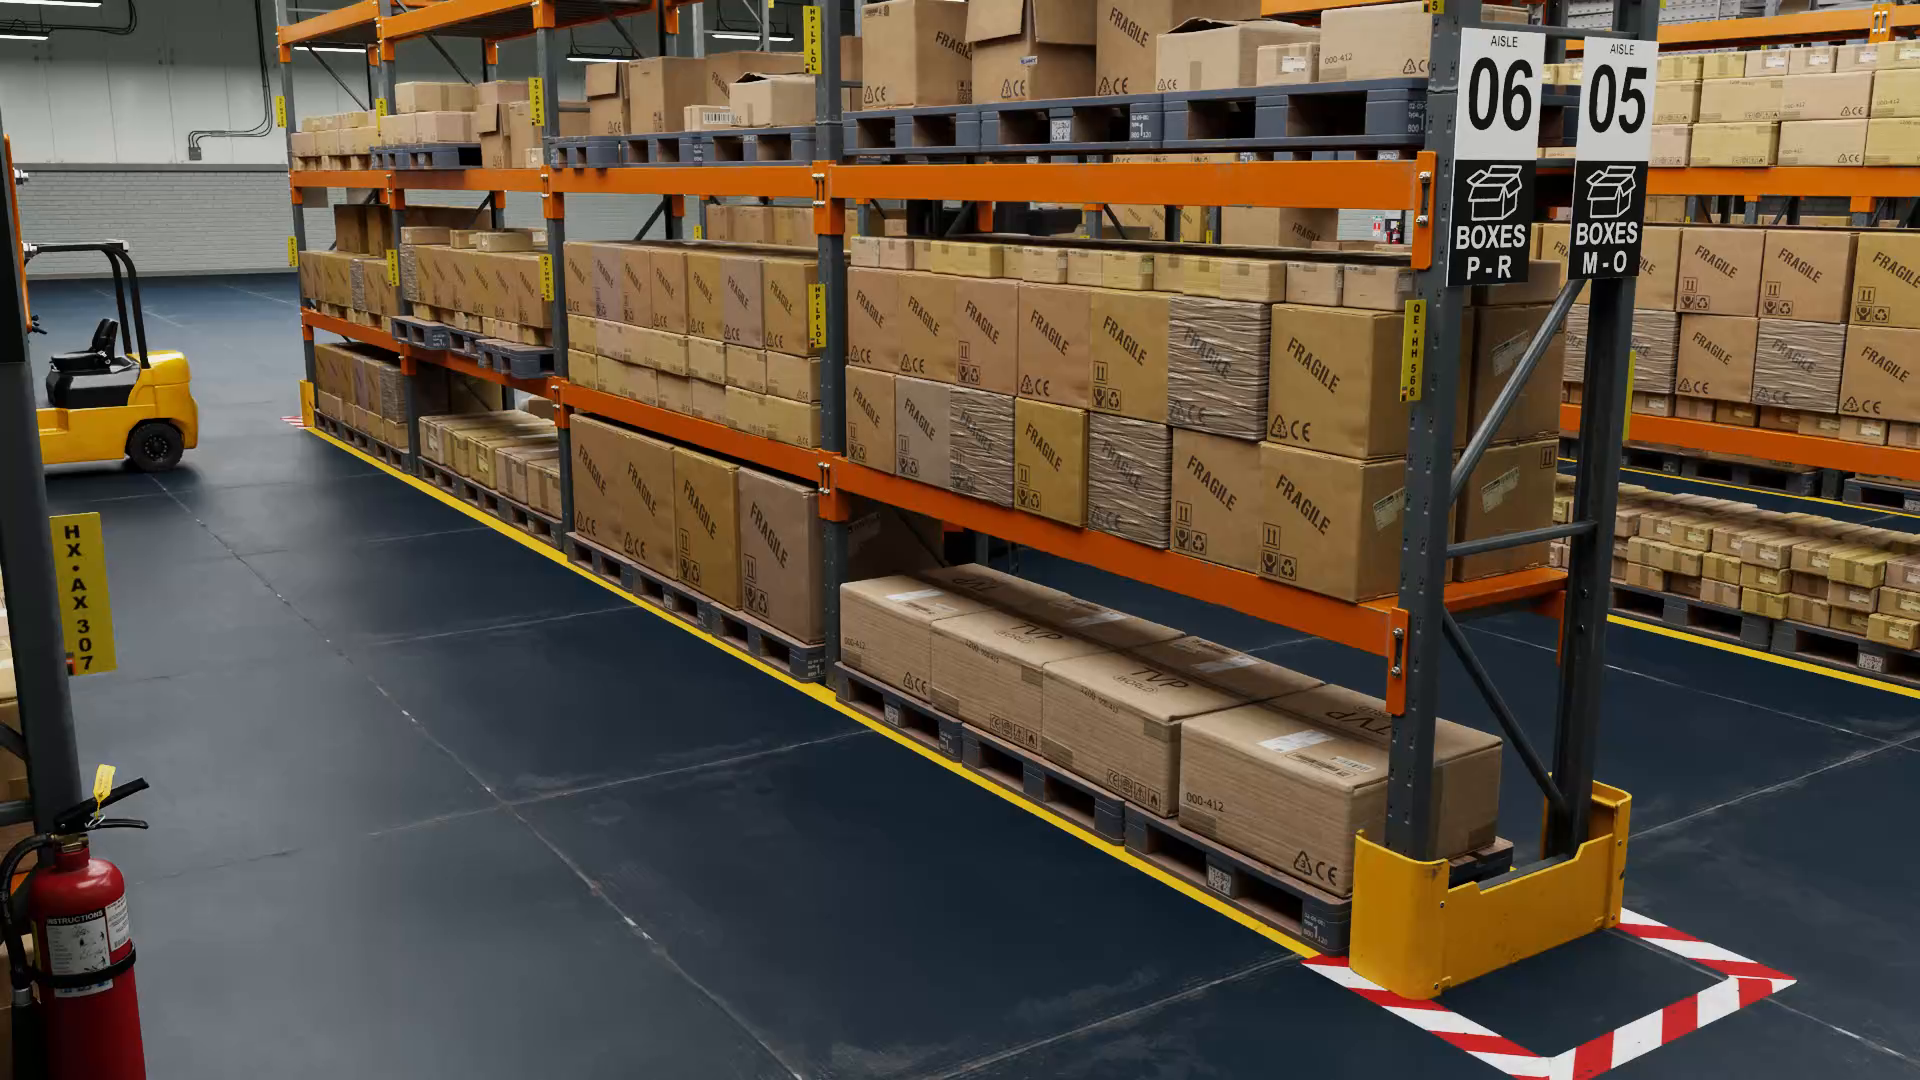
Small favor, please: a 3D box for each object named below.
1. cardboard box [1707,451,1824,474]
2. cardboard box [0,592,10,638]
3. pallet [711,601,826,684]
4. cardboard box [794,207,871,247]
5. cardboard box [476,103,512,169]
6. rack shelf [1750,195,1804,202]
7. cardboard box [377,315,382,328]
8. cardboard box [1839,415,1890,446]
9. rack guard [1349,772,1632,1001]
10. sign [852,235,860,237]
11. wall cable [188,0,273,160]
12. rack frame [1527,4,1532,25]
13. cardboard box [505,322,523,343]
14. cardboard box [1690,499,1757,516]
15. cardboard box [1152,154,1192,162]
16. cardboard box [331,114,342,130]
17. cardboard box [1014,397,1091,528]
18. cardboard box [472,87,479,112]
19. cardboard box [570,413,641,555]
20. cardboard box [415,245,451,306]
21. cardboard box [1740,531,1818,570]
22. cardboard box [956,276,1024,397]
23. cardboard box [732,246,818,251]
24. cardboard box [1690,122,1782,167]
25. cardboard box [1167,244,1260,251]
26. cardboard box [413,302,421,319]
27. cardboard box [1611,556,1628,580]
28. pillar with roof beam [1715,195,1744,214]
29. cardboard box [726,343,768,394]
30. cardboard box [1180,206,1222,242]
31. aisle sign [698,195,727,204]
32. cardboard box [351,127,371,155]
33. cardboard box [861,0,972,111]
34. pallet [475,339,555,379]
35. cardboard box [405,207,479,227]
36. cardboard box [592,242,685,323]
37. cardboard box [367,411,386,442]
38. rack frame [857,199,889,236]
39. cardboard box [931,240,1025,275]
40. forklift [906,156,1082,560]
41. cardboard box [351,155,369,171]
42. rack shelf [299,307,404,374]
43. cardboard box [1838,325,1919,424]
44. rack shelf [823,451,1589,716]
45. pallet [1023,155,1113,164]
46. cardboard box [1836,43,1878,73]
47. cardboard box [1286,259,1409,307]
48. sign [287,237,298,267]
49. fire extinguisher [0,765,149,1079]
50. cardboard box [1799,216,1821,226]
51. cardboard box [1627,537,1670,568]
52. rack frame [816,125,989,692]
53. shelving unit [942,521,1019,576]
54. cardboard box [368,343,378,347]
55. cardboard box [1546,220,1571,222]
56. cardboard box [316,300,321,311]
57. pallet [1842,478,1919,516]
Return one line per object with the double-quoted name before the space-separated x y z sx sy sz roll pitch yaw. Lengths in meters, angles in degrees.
"cardboard box" 7.588 -1.155 15.110 1.225 0.875 0.875 -8 15 -33
"cardboard box" -2.511 0.322 4.021 0.500 0.250 0.500 -8 15 -32
"pallet" -0.781 0.531 9.939 1.003 0.211 1.213 -8 15 -33
"cardboard box" -1.420 -3.596 19.407 0.875 0.550 0.550 -8 15 -33
"cardboard box" -3.375 -3.198 13.201 0.797 0.503 0.637 -8 15 -33
"rack shelf" 10.975 -3.932 18.482 1.077 0.370 4.000 -8 15 -33
"cardboard box" -5.504 -2.169 16.347 0.380 0.149 0.250 -8 15 -34
"cardboard box" 5.156 -0.631 9.315 0.380 0.149 0.250 -8 14 -31
"rack guard" 1.939 1.234 6.049 1.175 0.500 0.348 -8 15 -33
"sign" -1.119 -3.125 17.920 0.100 0.325 0.005 -8 15 -33
"wall cable" -20.675 -13.747 46.701 2.305 6.003 0.169 -8 15 -33
"rack frame" 9.560 -8.113 28.896 1.000 3.000 0.127 -8 15 -33
"cardboard box" -3.270 -1.606 12.788 0.380 0.149 0.250 -8 15 -33
"cardboard box" 4.972 -0.154 10.843 0.380 0.149 0.250 -9 15 -35
"cardboard box" 1.936 -3.311 13.727 0.500 0.500 0.500 -8 15 -33
"cardboard box" -6.019 -4.153 16.531 0.380 0.149 0.250 -8 15 -32
"cardboard box" 0.583 -0.366 7.282 0.500 0.500 0.500 -8 14 -31
"cardboard box" -4.296 -3.879 14.756 0.500 0.250 0.500 -8 15 -31
"cardboard box" -2.193 -0.449 11.883 0.875 0.875 0.875 -8 15 -33
"cardboard box" -4.424 -2.319 14.530 0.500 0.500 0.500 -8 15 -33
"cardboard box" 4.860 0.060 9.863 0.380 0.149 0.250 -7 14 -31
"cardboard box" 0.321 -0.944 7.582 0.500 0.500 0.500 -8 15 -32
"cardboard box" -1.167 -1.620 10.676 0.500 0.500 0.500 -8 15 -34
"cardboard box" 4.655 -2.309 9.729 0.500 0.250 0.500 -7 14 -30
"cardboard box" 1.135 -1.222 7.337 0.380 0.149 0.250 -9 15 -34
"cardboard box" -4.680 -2.072 14.922 0.380 0.149 0.250 -8 15 -32
"cardboard box" 4.398 0.152 10.836 0.380 0.149 0.250 -9 15 -35
"pillar with roof beam" 11.206 -8.168 29.149 9.100 9.000 0.400 -8 15 -33
"cardboard box" -1.020 -1.012 9.647 0.500 0.250 0.500 -8 14 -31
"cardboard box" 3.049 -4.029 20.992 0.500 0.500 0.500 -8 15 -33
"aisle sign" -3.163 -4.688 21.193 0.394 0.787 0.004 -8 15 -33
"cardboard box" -5.472 -3.799 15.848 0.500 0.250 0.500 -8 15 -34
"cardboard box" -0.139 -2.342 8.076 0.500 0.500 0.500 -8 15 -32
"pallet" -2.990 -1.435 12.850 1.213 0.211 1.003 -8 15 -33
"cardboard box" -5.051 -3.006 16.314 0.700 0.500 0.500 -8 15 -32
"cardboard box" -2.154 -1.748 11.259 0.500 0.500 0.500 -8 15 -33
"cardboard box" -5.577 -1.154 16.573 0.500 0.250 0.500 -9 15 -34
"rack frame" -0.658 -2.730 18.322 1.000 3.000 0.127 -8 15 -33
"cardboard box" 0.087 -1.335 7.851 0.380 0.149 0.250 -8 15 -33
"forklift" 0.283 -1.552 13.099 1.130 2.935 3.031 6 14 26
"cardboard box" -5.710 -3.673 16.203 0.380 0.149 0.250 -8 14 -31
"rack shelf" -5.831 -2.130 17.264 1.077 0.370 4.000 -8 15 -33
"cardboard box" 5.246 -0.931 9.168 0.500 0.500 0.500 -8 15 -34
"rack shelf" 0.818 0.004 7.505 1.077 0.370 4.000 -8 15 -33
"pallet" 1.157 -3.500 15.264 1.213 0.211 1.003 -7 14 -30
"cardboard box" 5.037 -2.638 9.131 0.380 0.149 0.250 -8 15 -34
"cardboard box" 1.400 -0.928 5.992 0.380 0.149 0.250 -8 15 -32
"sign" -7.391 -3.196 18.428 0.100 0.325 0.005 -8 15 -33
"fire extinguisher" -1.738 0.788 3.291 0.296 0.674 0.183 -8 15 -33
"cardboard box" 15.097 -5.496 29.521 0.500 0.500 0.500 -8 15 -33
"cardboard box" 4.456 0.064 10.543 0.380 0.149 0.250 -8 15 -33
"rack frame" -0.290 -0.703 9.055 1.000 3.000 0.127 -8 15 -33
"shelving unit" 0.141 -0.332 11.572 0.503 1.200 0.258 4 13 17
"cardboard box" -6.278 -1.954 18.472 0.500 0.500 0.500 -8 15 -32
"cardboard box" 4.260 -1.938 11.431 0.500 0.500 0.500 -9 15 -35
"cardboard box" -6.923 -2.629 18.452 0.380 0.149 0.250 -8 15 -33
"pallet" 8.316 -0.369 14.056 1.003 0.211 1.213 -8 15 -33
